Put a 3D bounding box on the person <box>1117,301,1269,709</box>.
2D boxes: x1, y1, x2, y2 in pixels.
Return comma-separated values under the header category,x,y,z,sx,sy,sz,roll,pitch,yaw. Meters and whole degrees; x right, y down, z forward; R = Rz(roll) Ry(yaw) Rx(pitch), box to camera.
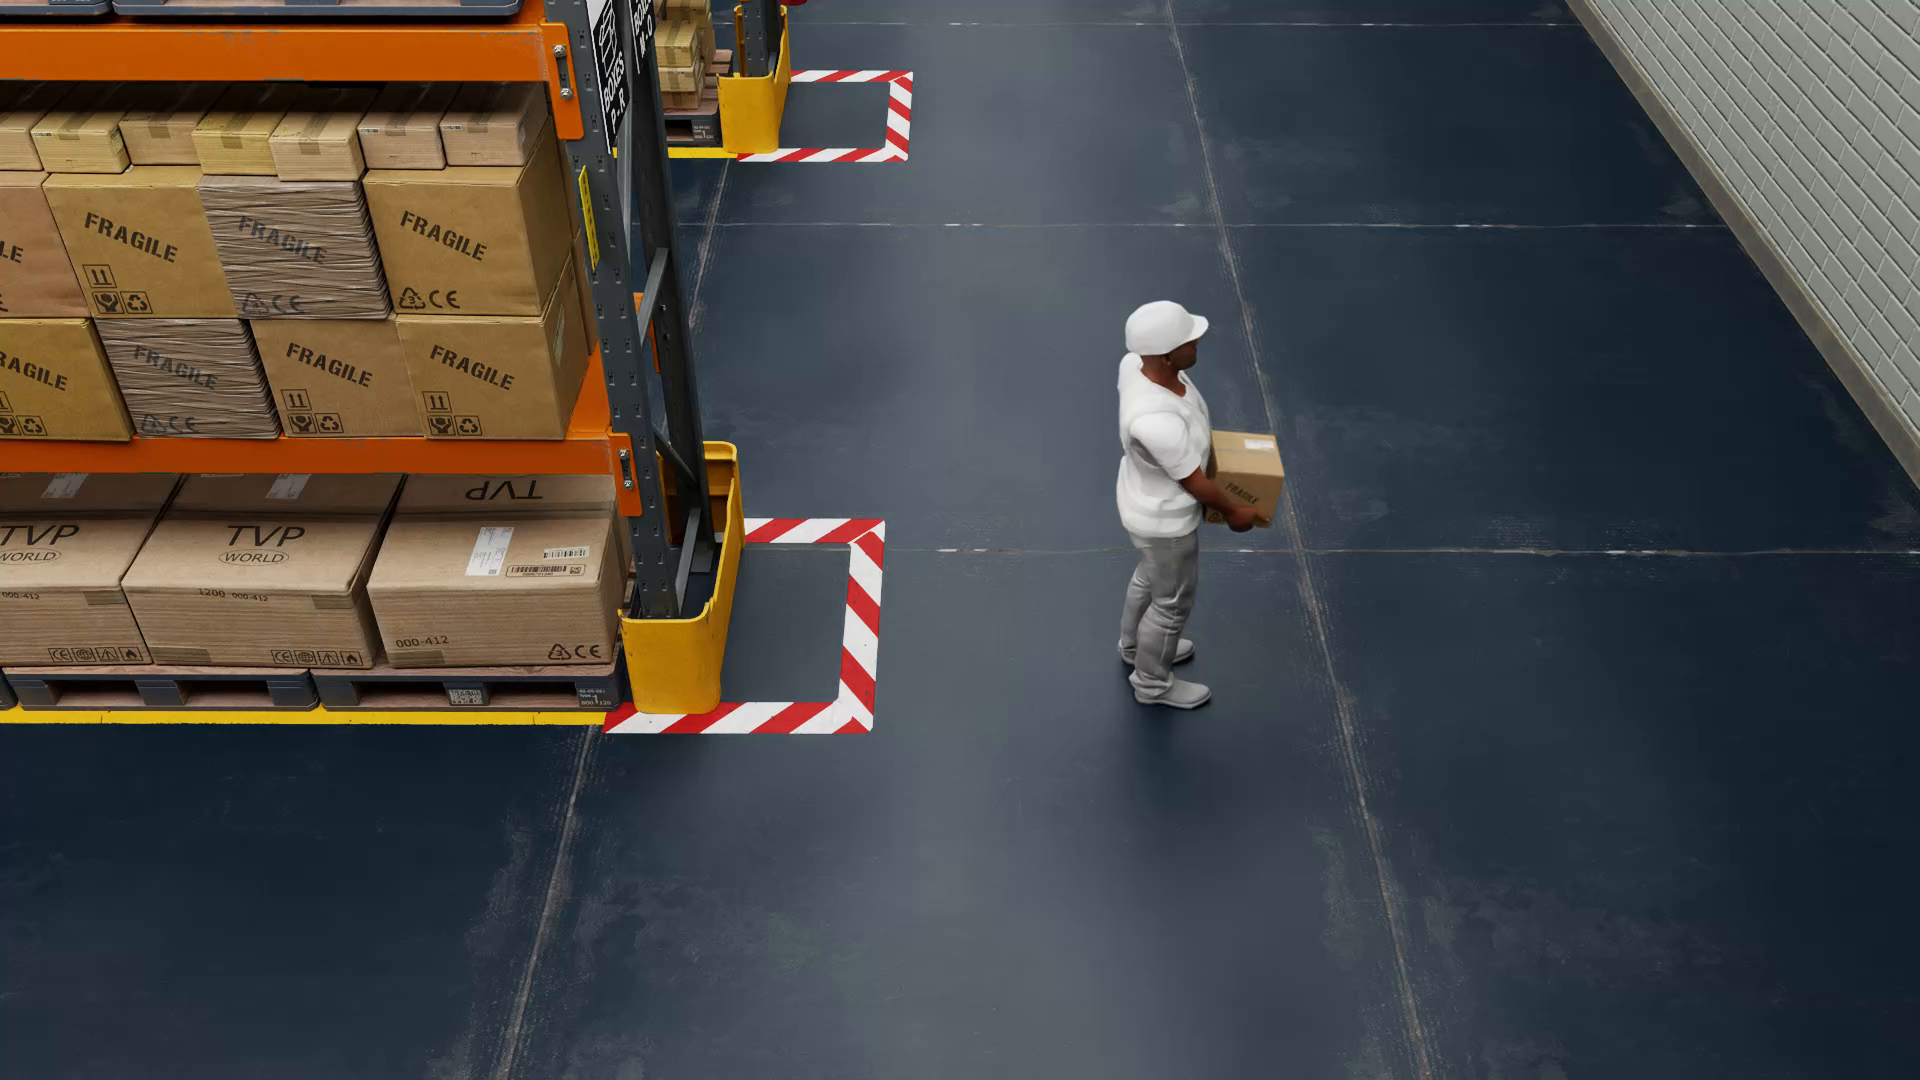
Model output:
category,x,y,z,sx,sy,sz,roll,pitch,yaw
person,0.856,-0.127,6.291,0.575,1.767,0.510,0,39,0
